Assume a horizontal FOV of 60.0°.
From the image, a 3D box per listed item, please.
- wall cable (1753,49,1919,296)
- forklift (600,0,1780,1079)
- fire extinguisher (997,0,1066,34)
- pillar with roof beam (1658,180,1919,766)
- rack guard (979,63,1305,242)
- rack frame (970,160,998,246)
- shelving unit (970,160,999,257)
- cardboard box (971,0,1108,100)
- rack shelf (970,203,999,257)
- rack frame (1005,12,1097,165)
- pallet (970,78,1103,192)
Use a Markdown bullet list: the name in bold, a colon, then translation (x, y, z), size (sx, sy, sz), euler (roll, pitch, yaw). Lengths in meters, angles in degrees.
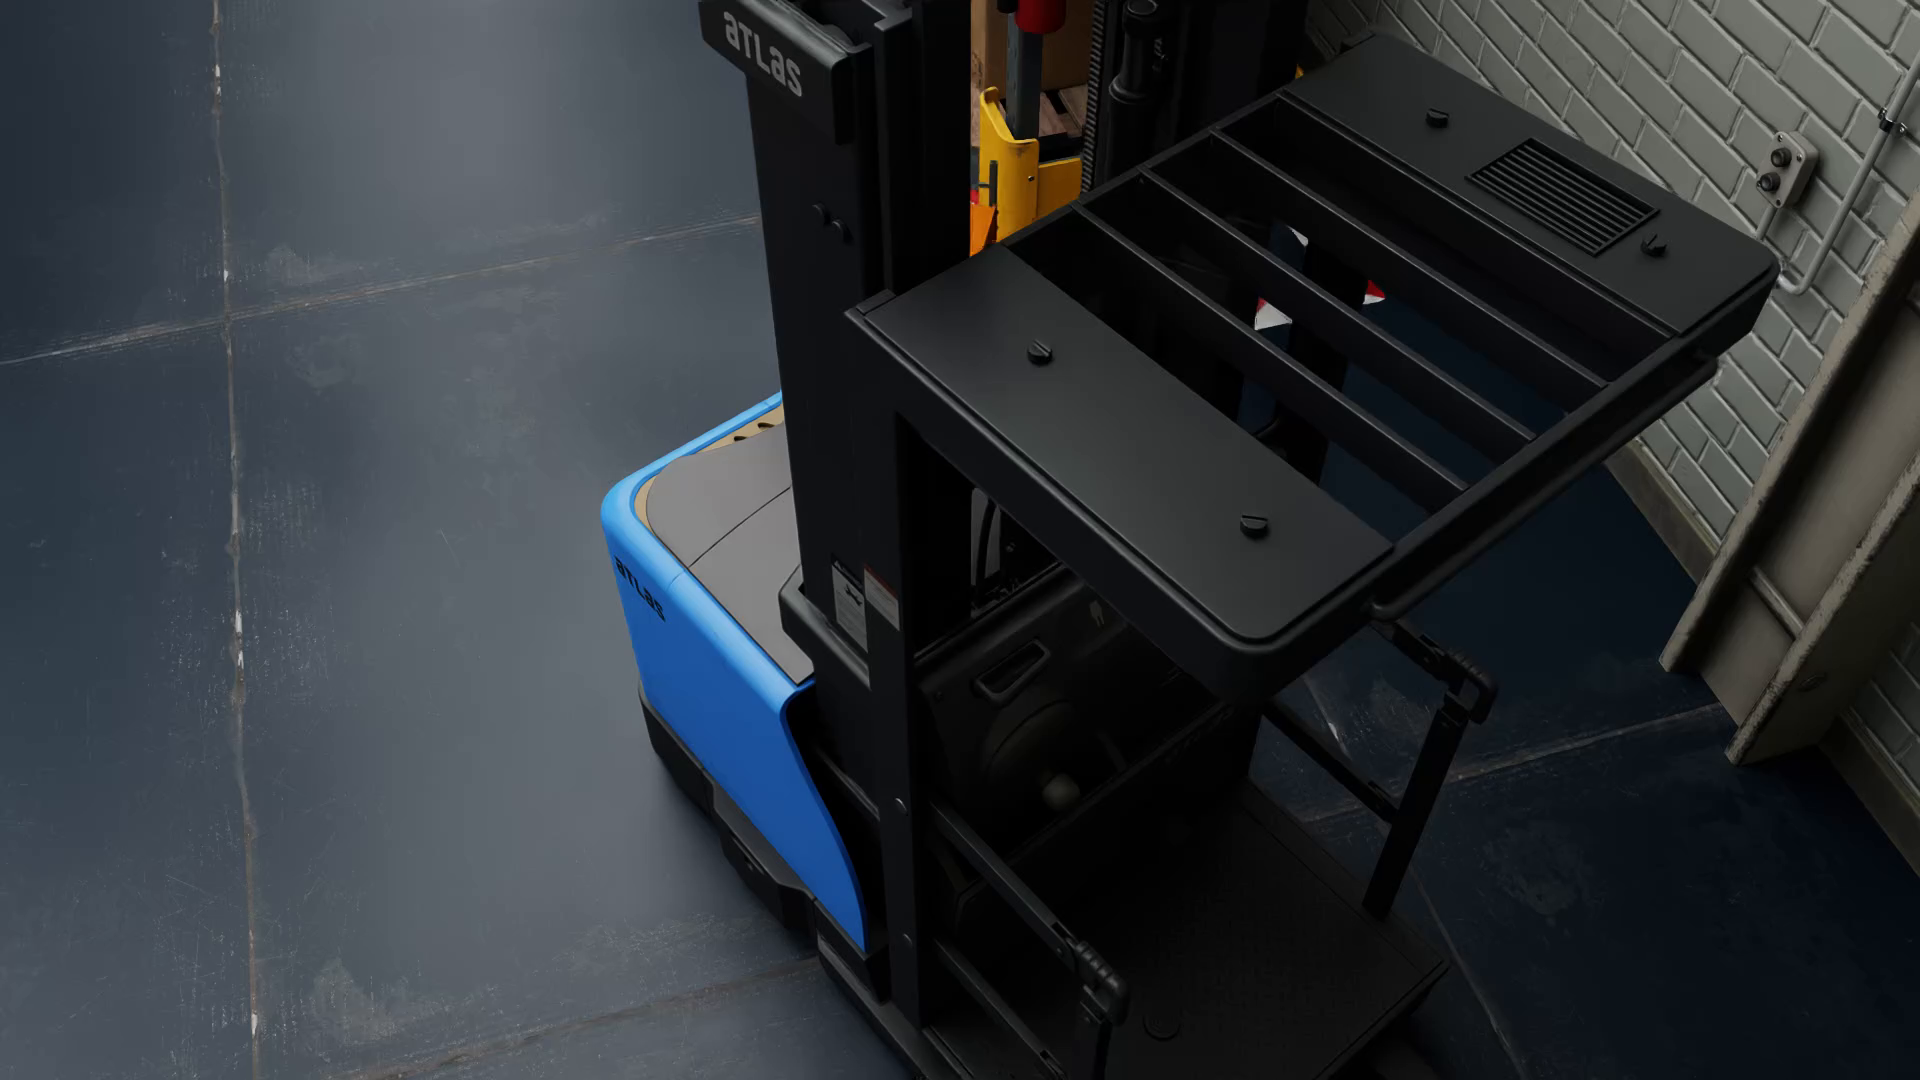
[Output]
- **wall cable**: translation (1.940, -1.887, 4.214), size (0.084, 1.984, 1.851), euler (-13, 51, -11)
- **forklift**: translation (0.454, 0.268, 3.107), size (1.130, 2.935, 3.031), euler (-32, 57, -24)
- **fire extinguisher**: translation (0.261, -1.921, 5.202), size (0.296, 0.674, 0.183), euler (-13, 51, -11)
- **pillar with roof beam**: translation (-1.830, -1.465, 0.599), size (9.100, 9.000, 0.400), euler (-13, 51, -11)
- **rack guard**: translation (0.665, -1.457, 6.152), size (1.175, 0.500, 0.348), euler (-13, 51, -11)
- **rack frame**: translation (-0.015, -0.665, 5.026), size (0.240, 1.200, 0.015), euler (9, 50, 8)
- **shelving unit**: translation (-0.065, -0.483, 4.872), size (0.258, 1.200, 0.503), euler (9, 50, 8)
- **cardboard box**: translation (0.355, -2.099, 6.418), size (0.700, 0.500, 0.500), euler (-13, 51, -11)
- **rack shelf**: translation (-0.065, -0.736, 4.572), size (0.258, 0.148, 0.480), euler (9, 50, 8)
- **rack frame**: translation (0.658, -2.281, 5.211), size (1.000, 3.000, 0.127), euler (-13, 51, -11)
- **pallet**: translation (0.346, -1.948, 6.754), size (1.003, 0.211, 1.213), euler (-13, 51, -11)
